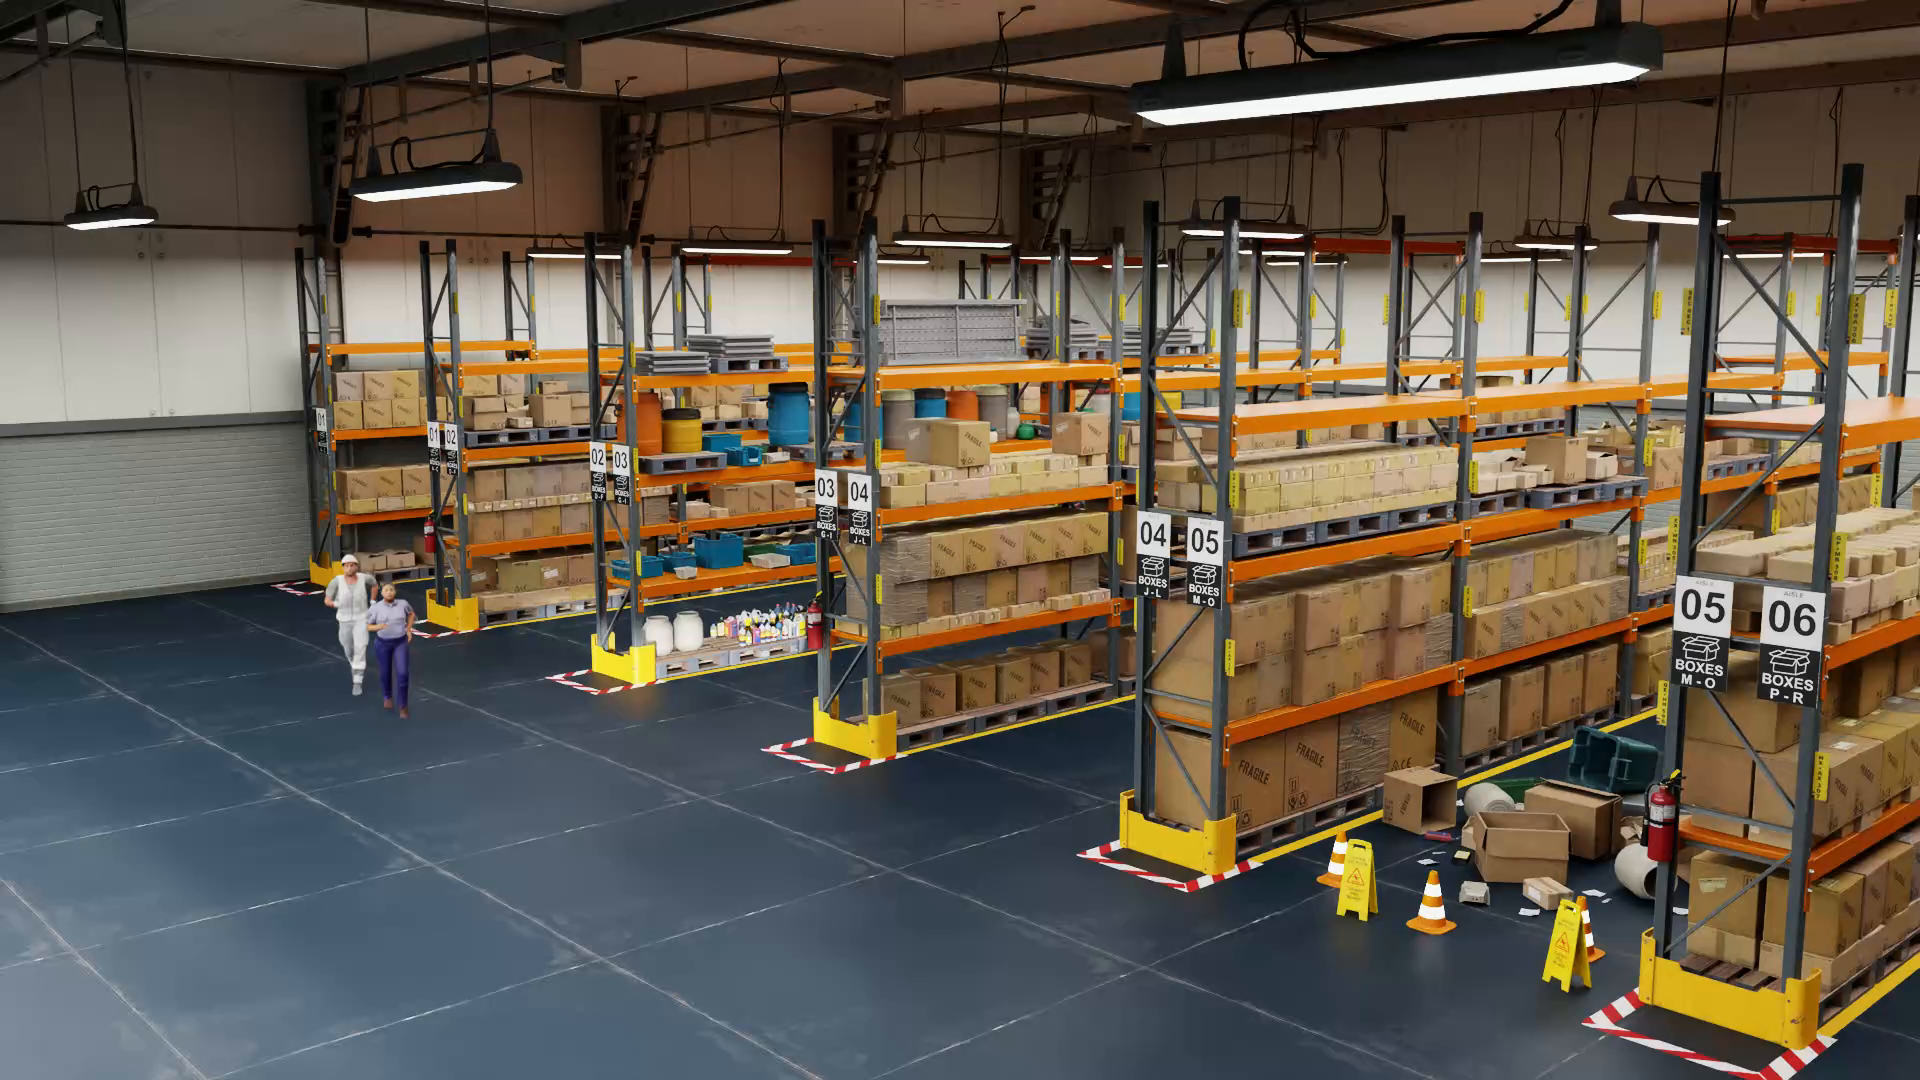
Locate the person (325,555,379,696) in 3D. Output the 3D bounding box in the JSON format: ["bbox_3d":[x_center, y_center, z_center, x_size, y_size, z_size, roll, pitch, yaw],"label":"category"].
[{"bbox_3d":[-8.009,1.081,21.946,0.661,1.820,0.993,-3,9,-17],"label":"person"}]

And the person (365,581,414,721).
[{"bbox_3d":[-7.023,1.352,20.545,0.588,1.693,0.735,-3,9,-21],"label":"person"}]
